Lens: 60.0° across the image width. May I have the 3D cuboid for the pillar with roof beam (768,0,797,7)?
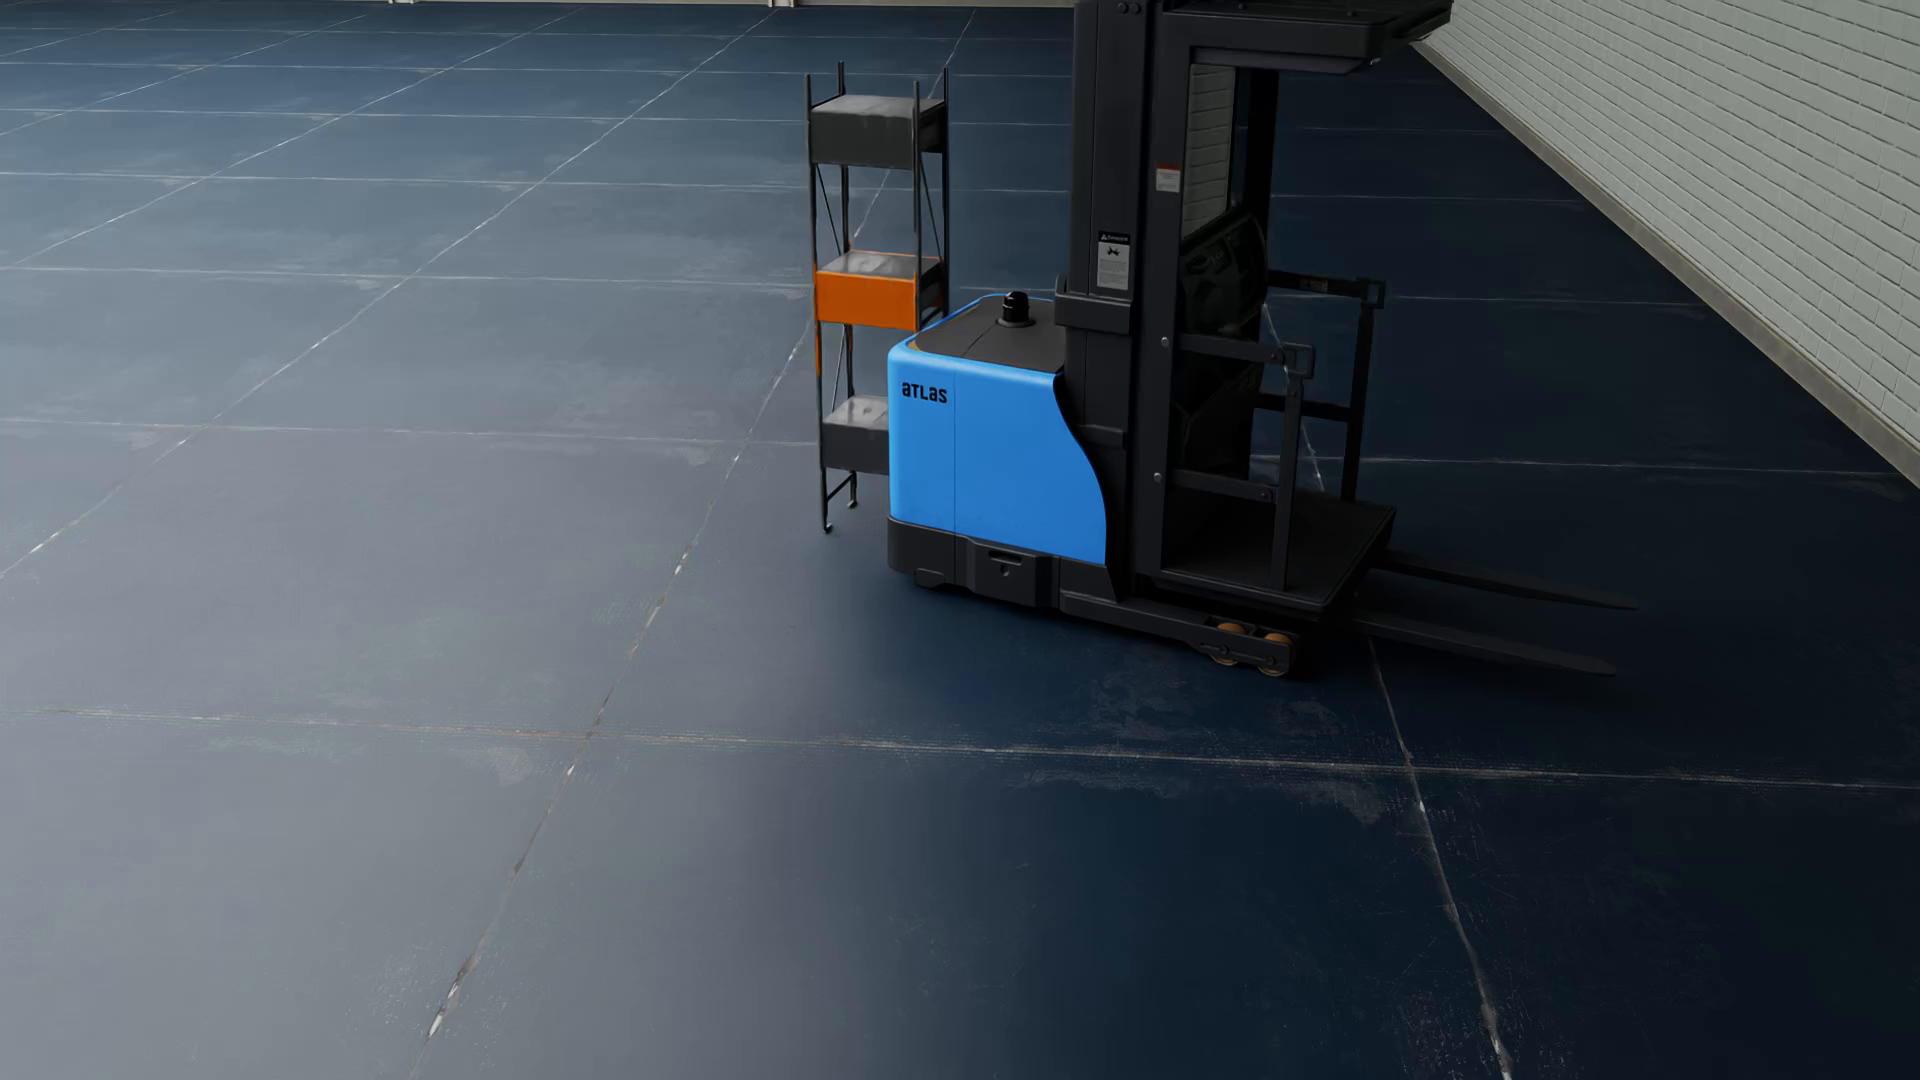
[{"bbox_3d":[-3.066,-10.552,19.918,0.400,9.000,9.100,2,25,4],"label":"pillar with roof beam"}]

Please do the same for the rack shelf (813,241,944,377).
[{"bbox_3d":[-0.350,-1.021,7.489,0.480,0.518,0.431,8,26,17],"label":"rack shelf"}]

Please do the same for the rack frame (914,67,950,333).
[{"bbox_3d":[-0.119,-1.000,7.412,0.015,2.100,0.400,8,26,17],"label":"rack frame"}]

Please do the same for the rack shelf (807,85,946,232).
[{"bbox_3d":[-0.350,-1.657,7.197,0.480,0.518,0.431,8,26,17],"label":"rack shelf"}]

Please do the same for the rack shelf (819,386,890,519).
[{"bbox_3d":[-0.350,-0.385,7.782,0.480,0.518,0.431,8,26,17],"label":"rack shelf"}]

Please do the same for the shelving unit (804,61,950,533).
[{"bbox_3d":[-0.350,-1.033,7.483,0.503,2.100,0.431,8,26,17],"label":"shelving unit"}]

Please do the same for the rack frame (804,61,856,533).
[{"bbox_3d":[-0.581,-1.066,7.555,0.015,2.100,0.400,8,26,17],"label":"rack frame"}]

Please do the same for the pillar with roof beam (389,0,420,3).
[{"bbox_3d":[-9.048,-10.744,20.335,0.400,9.000,9.100,2,25,4],"label":"pillar with roof beam"}]

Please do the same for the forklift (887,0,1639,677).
[{"bbox_3d":[1.229,-1.046,6.518,3.031,2.935,1.130,12,27,25],"label":"forklift"}]
